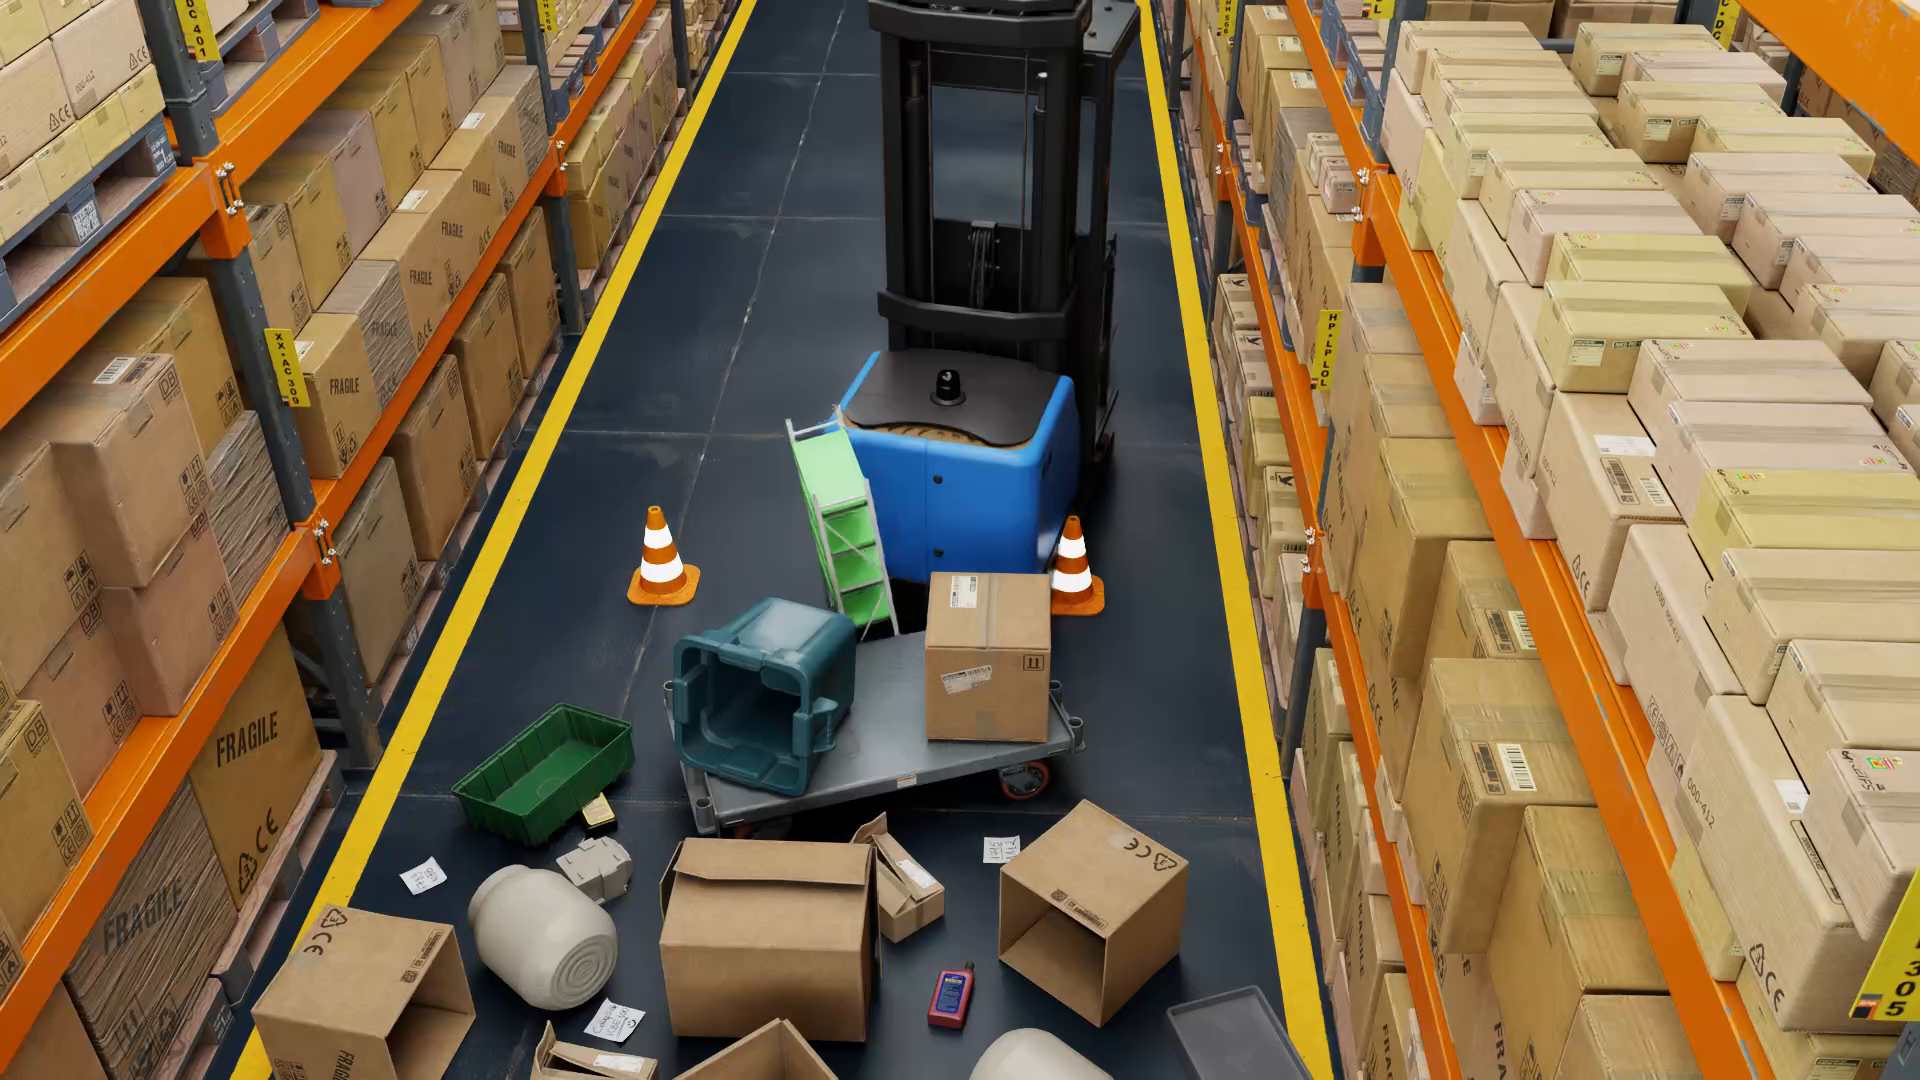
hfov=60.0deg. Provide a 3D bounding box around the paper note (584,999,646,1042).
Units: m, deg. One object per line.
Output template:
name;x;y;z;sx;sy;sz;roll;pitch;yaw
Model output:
paper note;-1.277;1.778;6.146;0.172;0.023;0.155;13;37;18

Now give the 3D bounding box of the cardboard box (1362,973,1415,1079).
cardboard box;1.555;1.682;5.068;0.500;0.500;0.500;1;35;1

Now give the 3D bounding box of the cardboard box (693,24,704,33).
cardboard box;-2.425;-4.363;14.409;0.380;0.149;0.250;1;35;2

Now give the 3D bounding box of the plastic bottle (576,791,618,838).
plastic bottle;-1.554;1.133;7.030;0.133;0.061;0.283;-17;38;-22

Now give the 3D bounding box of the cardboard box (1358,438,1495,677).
cardboard box;1.575;0.051;4.800;0.700;0.500;0.500;1;35;1

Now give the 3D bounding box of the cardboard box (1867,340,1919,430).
cardboard box;2.113;-0.281;3.403;0.380;0.149;0.250;2;35;3

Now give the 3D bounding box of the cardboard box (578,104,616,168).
cardboard box;-2.600;-2.699;11.083;0.500;0.250;0.500;1;35;1

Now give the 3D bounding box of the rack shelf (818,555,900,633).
rack shelf;-0.465;0.245;7.604;0.258;0.148;0.480;-16;46;-7

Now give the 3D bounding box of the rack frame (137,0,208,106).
rack frame;-3.051;-2.717;4.736;1.000;3.000;0.127;1;35;2

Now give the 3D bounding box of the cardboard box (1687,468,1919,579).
cardboard box;1.559;0.001;3.002;0.380;0.149;0.250;2;35;2

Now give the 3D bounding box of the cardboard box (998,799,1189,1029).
cardboard box;0.497;1.399;6.267;0.500;0.500;0.500;28;44;33

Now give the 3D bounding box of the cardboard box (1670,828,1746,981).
cardboard box;1.451;0.612;2.826;0.380;0.149;0.250;2;35;2

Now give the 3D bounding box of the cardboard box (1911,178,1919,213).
cardboard box;6.871;-2.377;11.278;0.500;0.500;0.500;3;35;4

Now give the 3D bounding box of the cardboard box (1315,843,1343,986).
cardboard box;1.596;1.386;6.140;0.500;0.250;0.500;3;35;5

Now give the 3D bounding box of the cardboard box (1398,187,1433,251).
cardboard box;1.573;-1.008;5.131;0.380;0.149;0.250;1;35;2

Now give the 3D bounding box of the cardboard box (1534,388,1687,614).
cardboard box;1.527;-0.083;3.468;0.500;0.250;0.500;2;35;3

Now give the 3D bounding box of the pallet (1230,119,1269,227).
pallet;2.138;-2.014;9.120;1.213;0.211;1.003;1;35;2

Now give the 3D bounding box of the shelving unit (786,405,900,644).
shelving unit;-0.497;0.035;7.386;0.258;1.200;0.503;-16;46;-7

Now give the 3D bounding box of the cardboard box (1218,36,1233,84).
cardboard box;1.825;-2.932;9.954;0.500;0.250;0.500;1;35;2

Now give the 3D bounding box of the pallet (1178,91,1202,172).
pallet;2.265;-3.217;13.089;1.003;0.211;1.213;1;35;2

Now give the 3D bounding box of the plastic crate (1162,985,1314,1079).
plastic crate;1.017;1.871;5.964;0.402;0.080;0.583;-10;36;-14

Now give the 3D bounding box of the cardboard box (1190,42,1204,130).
cardboard box;2.276;-3.747;12.901;0.875;0.875;0.875;2;35;3

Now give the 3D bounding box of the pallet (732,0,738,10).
pallet;-2.640;-5.507;16.347;1.003;0.211;1.213;1;35;2

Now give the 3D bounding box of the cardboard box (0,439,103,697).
cardboard box;-3.165;0.071;4.916;0.875;0.550;0.550;1;35;2

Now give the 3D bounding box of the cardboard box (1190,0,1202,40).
cardboard box;1.854;-3.616;11.363;0.500;0.250;0.500;1;35;1

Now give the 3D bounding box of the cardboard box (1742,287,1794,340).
cardboard box;2.091;-0.359;3.861;0.500;0.250;0.500;2;35;3

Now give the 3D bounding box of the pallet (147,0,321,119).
pallet;-3.063;-1.939;6.404;0.805;0.209;1.217;0;35;0

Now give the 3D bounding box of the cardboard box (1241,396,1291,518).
cardboard box;1.969;-0.417;8.601;0.950;0.372;0.625;2;35;3

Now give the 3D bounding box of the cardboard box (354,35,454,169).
cardboard box;-2.956;-2.168;8.215;0.700;0.500;0.500;1;35;1

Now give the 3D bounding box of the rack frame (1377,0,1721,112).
rack frame;1.899;-2.661;4.656;1.000;3.000;0.127;1;35;2

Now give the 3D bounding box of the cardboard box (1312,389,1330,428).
cardboard box;1.644;-0.577;6.762;0.380;0.149;0.250;2;35;3

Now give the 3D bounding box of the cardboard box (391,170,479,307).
cardboard box;-2.698;-1.468;8.089;0.500;0.500;0.500;2;35;3

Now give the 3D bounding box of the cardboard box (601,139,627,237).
cardboard box;-2.590;-2.399;11.310;0.500;0.500;0.500;2;35;2

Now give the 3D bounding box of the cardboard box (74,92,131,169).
cardboard box;-2.756;-1.238;5.007;0.380;0.149;0.250;2;35;3

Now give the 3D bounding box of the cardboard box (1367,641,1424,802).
cardboard box;1.573;0.454;5.095;0.500;0.500;0.500;1;35;1

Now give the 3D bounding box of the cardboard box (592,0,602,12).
cardboard box;-2.619;-3.644;11.125;0.380;0.149;0.250;2;35;3

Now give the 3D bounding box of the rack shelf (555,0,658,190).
rack shelf;-2.810;-3.416;11.573;1.077;0.370;4.000;1;35;2

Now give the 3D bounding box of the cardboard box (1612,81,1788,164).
cardboard box;2.071;-1.171;4.670;0.380;0.149;0.250;2;35;3

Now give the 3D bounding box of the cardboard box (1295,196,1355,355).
cardboard box;1.707;-1.096;6.936;0.500;0.500;0.500;2;35;2

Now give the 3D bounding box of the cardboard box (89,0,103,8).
cardboard box;-2.747;-1.709;4.982;0.380;0.149;0.250;1;35;1

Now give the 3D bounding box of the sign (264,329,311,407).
sign;-2.496;-0.637;6.172;0.100;0.325;0.005;1;35;2

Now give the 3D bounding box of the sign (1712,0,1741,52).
sign;2.442;-1.637;5.358;0.100;0.325;0.005;1;35;2

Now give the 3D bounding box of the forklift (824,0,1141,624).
forklift;0.240;-1.577;8.390;1.130;2.935;3.031;9;36;12

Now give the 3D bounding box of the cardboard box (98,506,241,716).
cardboard box;-3.053;0.205;5.665;0.875;0.550;0.550;1;35;2

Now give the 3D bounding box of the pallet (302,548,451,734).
pallet;-3.095;0.433;7.896;1.003;0.211;1.213;1;35;2

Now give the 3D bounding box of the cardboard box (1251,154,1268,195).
cardboard box;1.727;-1.916;8.666;0.380;0.149;0.250;2;35;2

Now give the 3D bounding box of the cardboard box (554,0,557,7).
cardboard box;-2.670;-3.289;10.102;0.380;0.149;0.250;0;35;1

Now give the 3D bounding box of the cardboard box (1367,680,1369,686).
cardboard box;1.583;0.511;5.579;0.380;0.149;0.250;2;35;3

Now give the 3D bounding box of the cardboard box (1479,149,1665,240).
cardboard box;1.563;-0.888;4.267;0.380;0.149;0.250;0;35;0

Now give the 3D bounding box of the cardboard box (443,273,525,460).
cardboard box;-3.036;-0.962;9.047;1.050;0.750;0.750;2;35;3
